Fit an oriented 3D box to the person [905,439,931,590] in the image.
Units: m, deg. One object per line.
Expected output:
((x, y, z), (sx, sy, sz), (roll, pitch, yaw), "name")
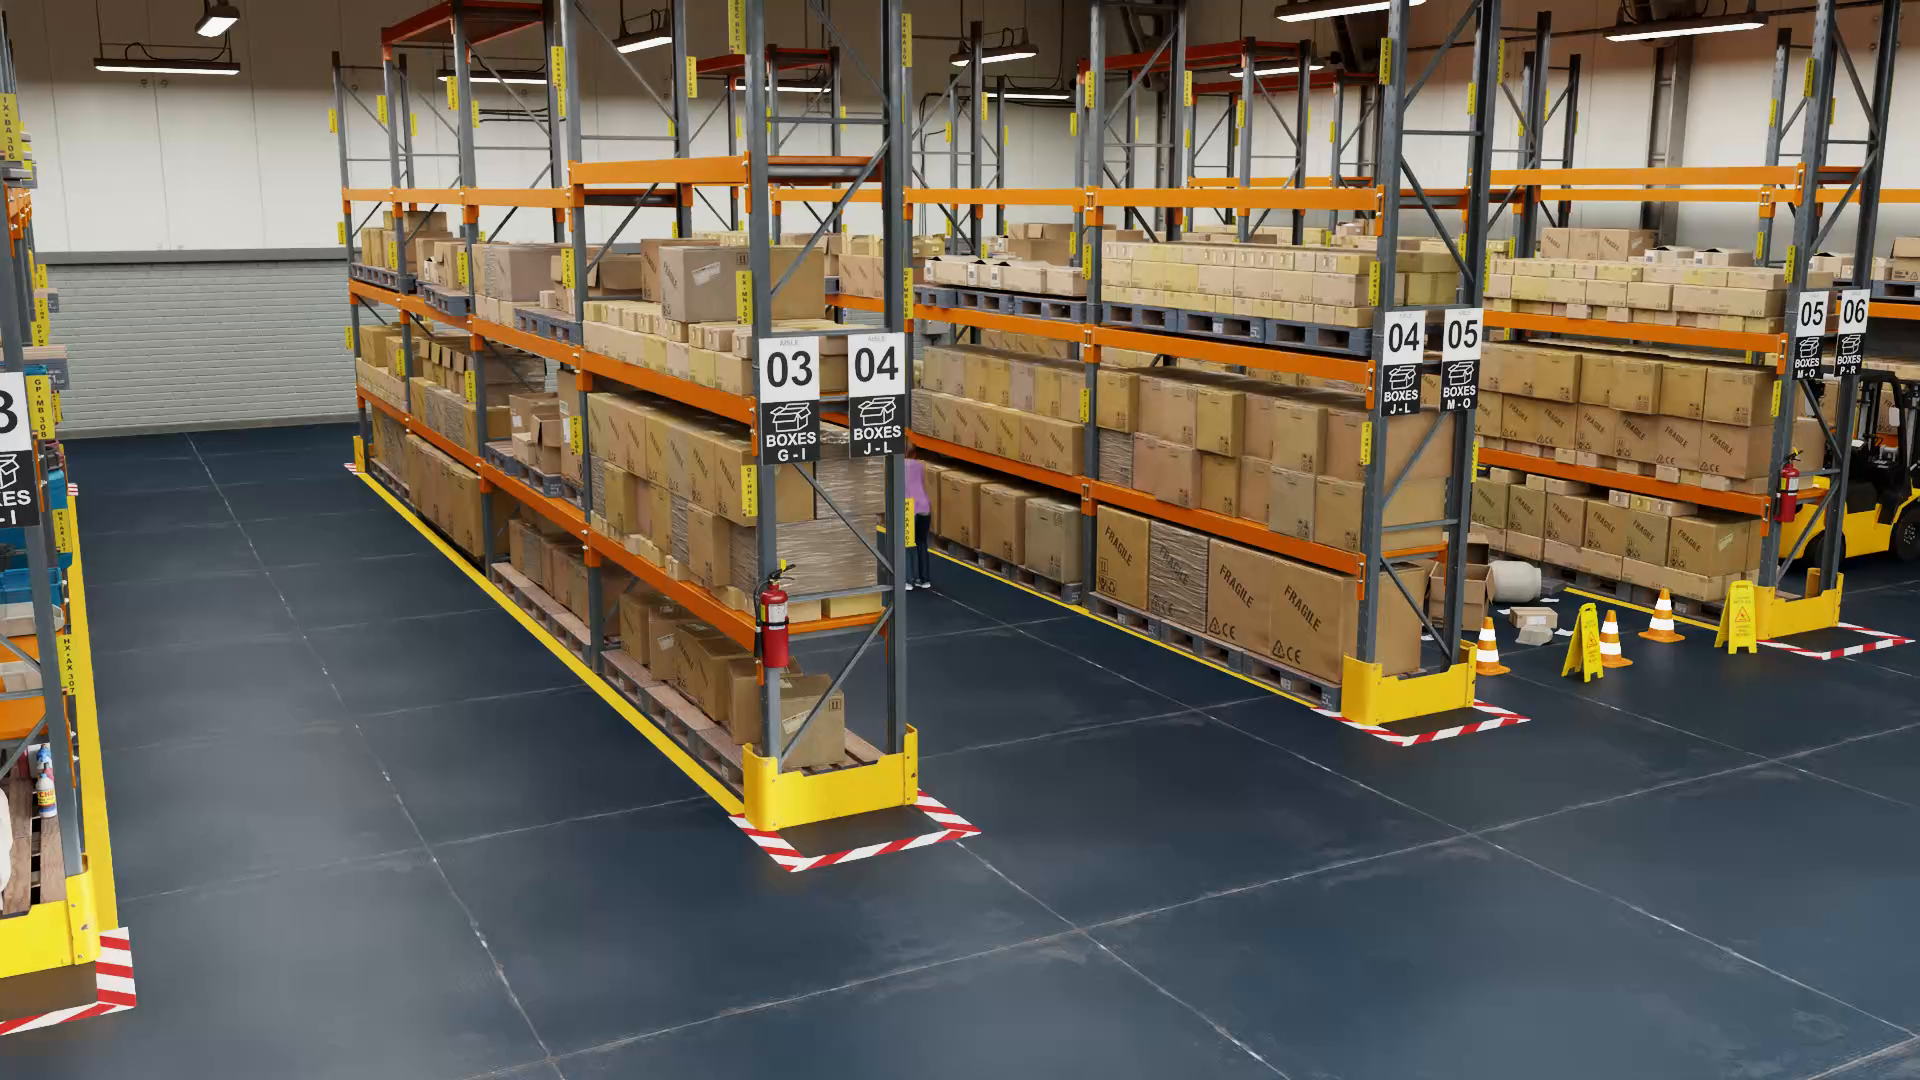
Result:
((-0.524, -0.268, 17.359), (0.372, 1.560, 0.532), (-7, 14, -29), "person")
